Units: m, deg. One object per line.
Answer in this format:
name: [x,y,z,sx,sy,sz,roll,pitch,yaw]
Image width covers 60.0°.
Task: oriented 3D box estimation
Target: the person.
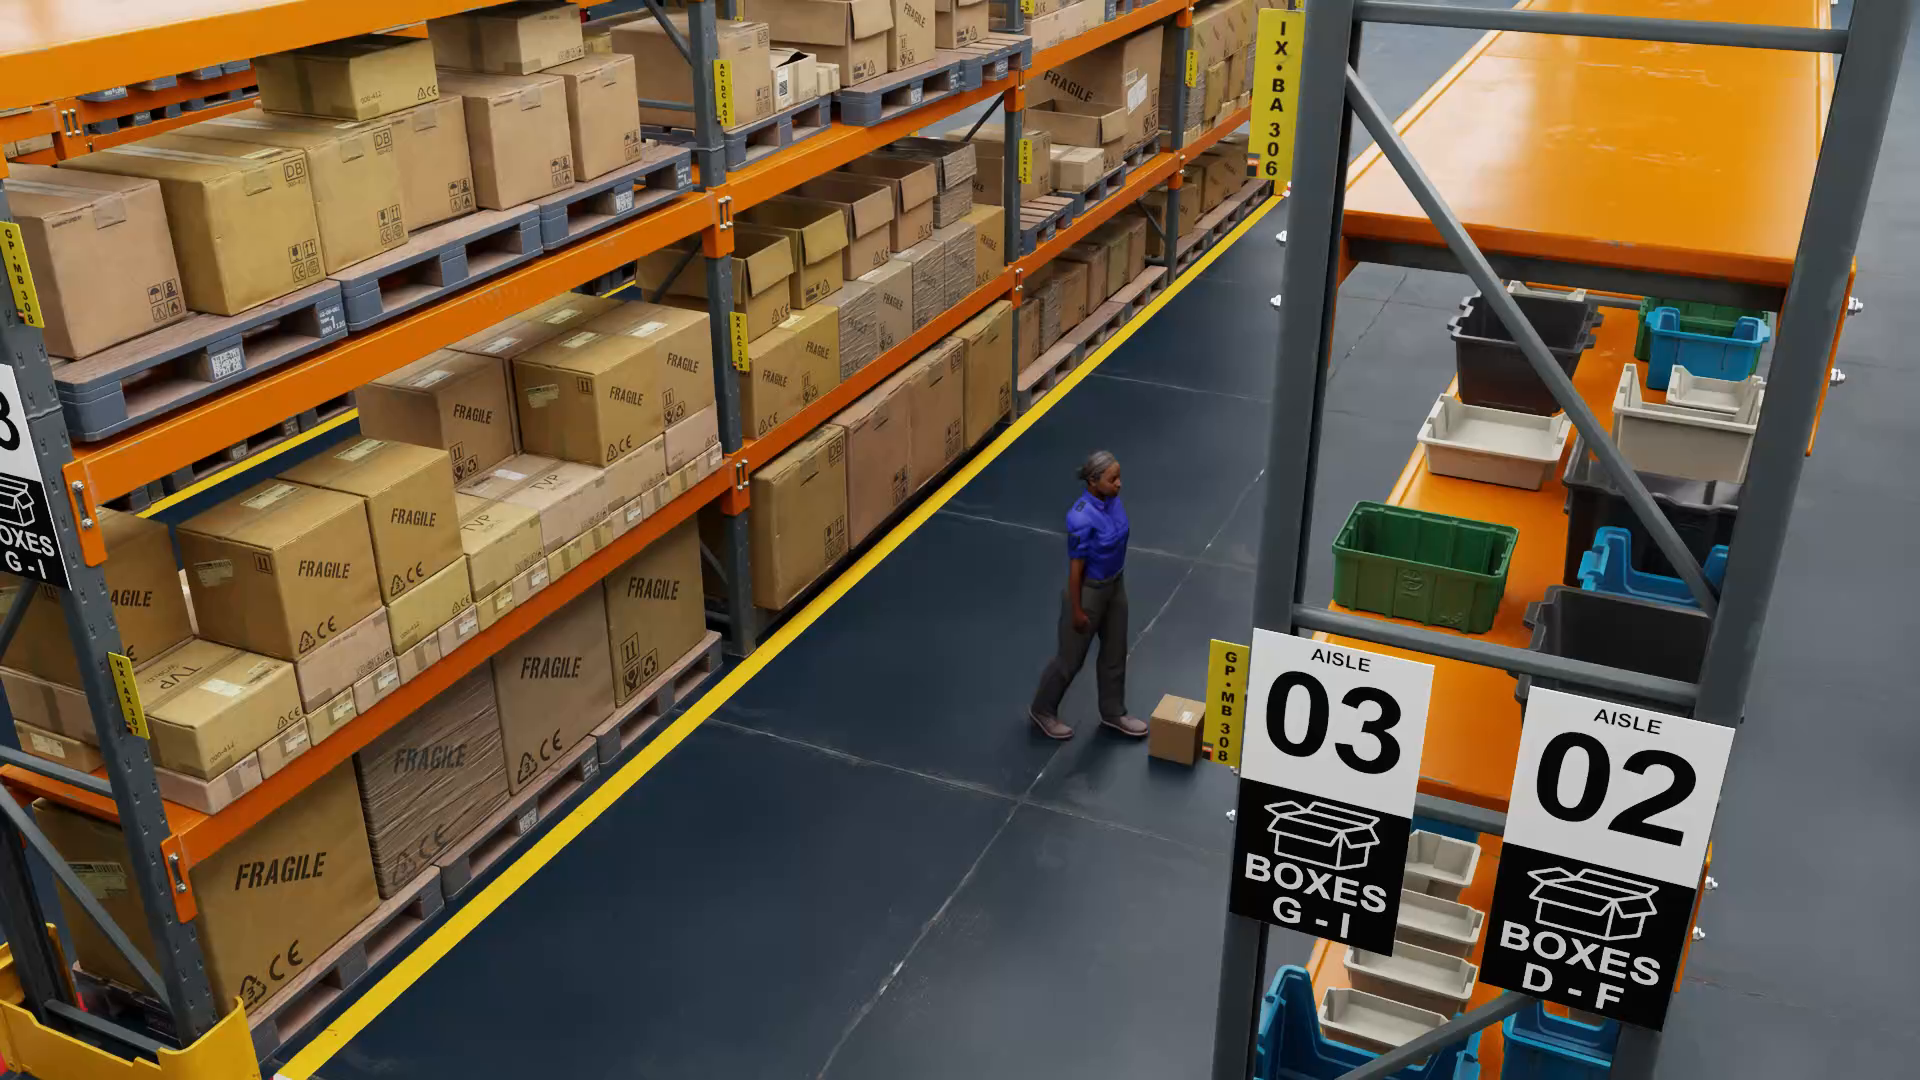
person: [0.717,0.297,8.814,0.615,1.669,0.449,18,32,32]
